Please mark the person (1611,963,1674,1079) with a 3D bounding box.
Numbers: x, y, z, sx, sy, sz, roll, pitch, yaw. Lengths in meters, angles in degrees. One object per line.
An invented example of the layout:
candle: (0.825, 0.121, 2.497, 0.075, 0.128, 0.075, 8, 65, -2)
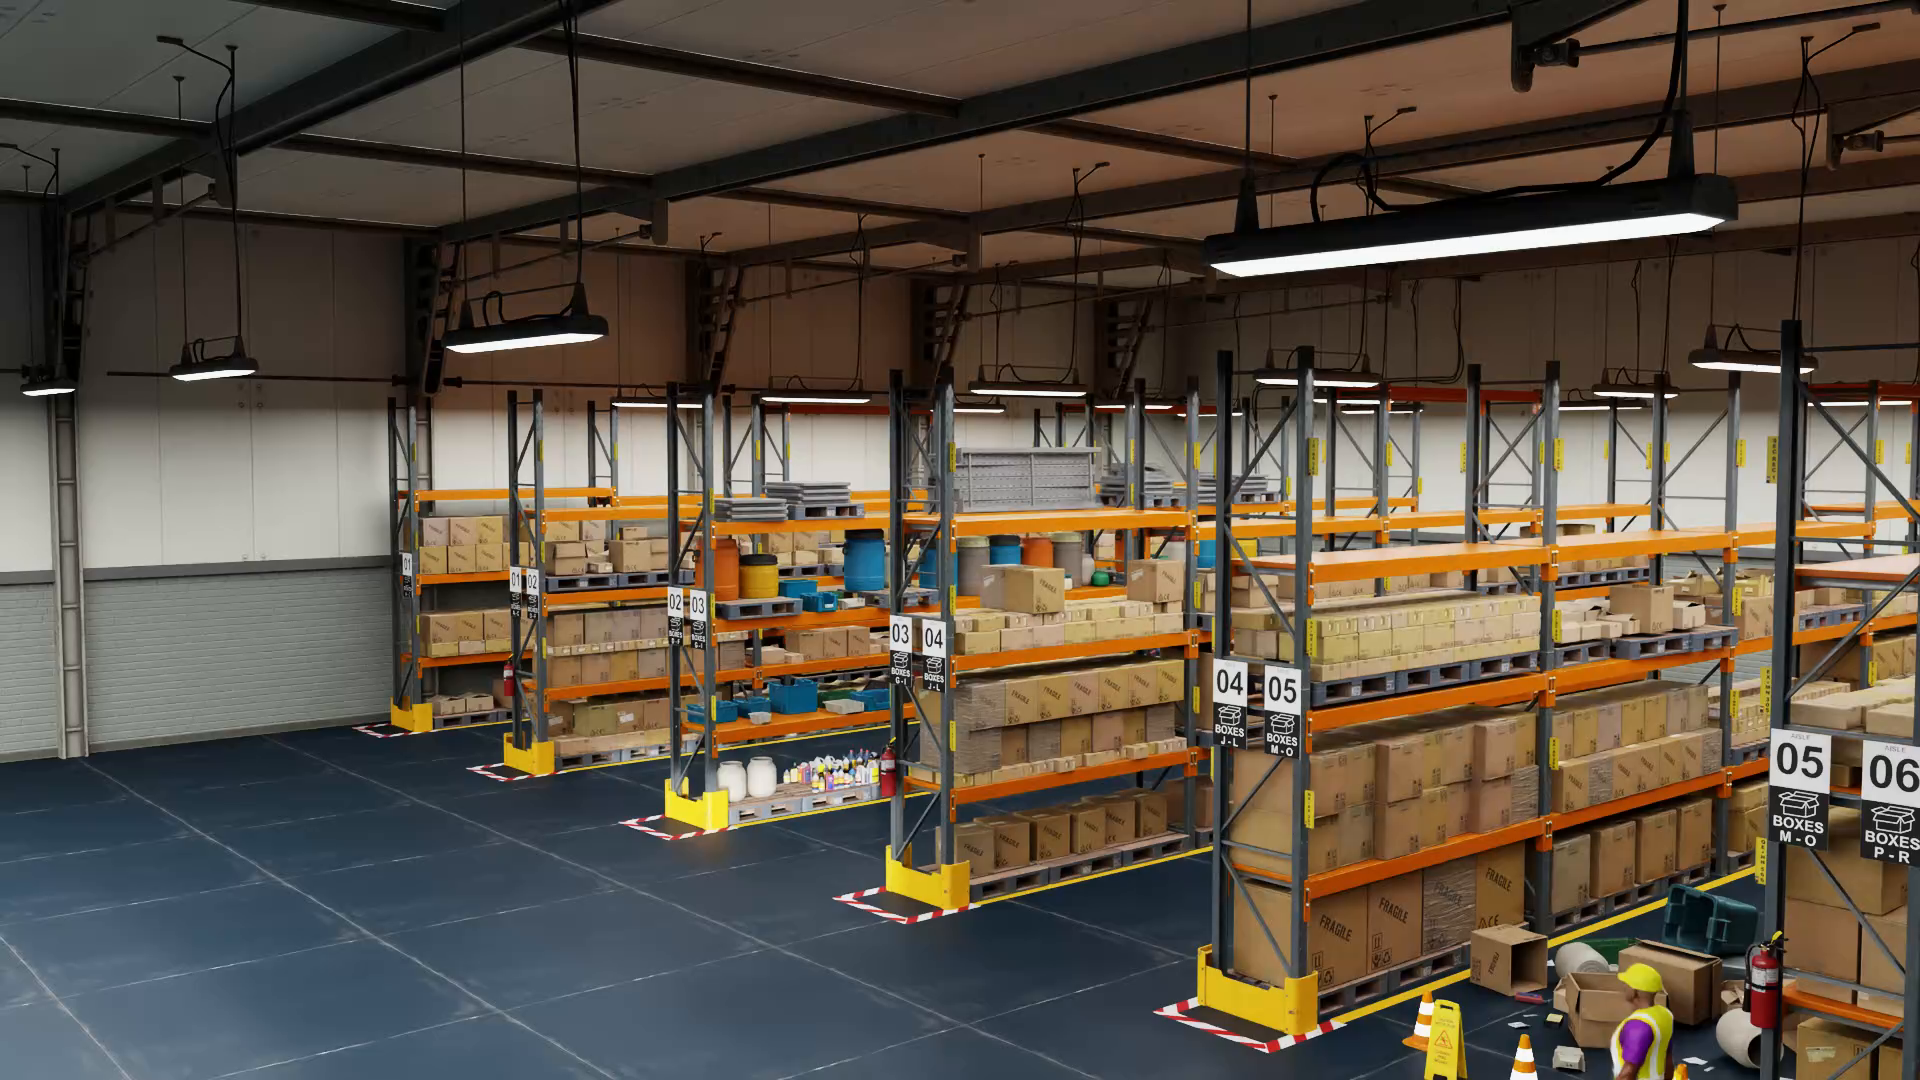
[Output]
person: (4.470, 3.655, 10.927, 0.980, 1.741, 0.531, 1, 4, 21)
